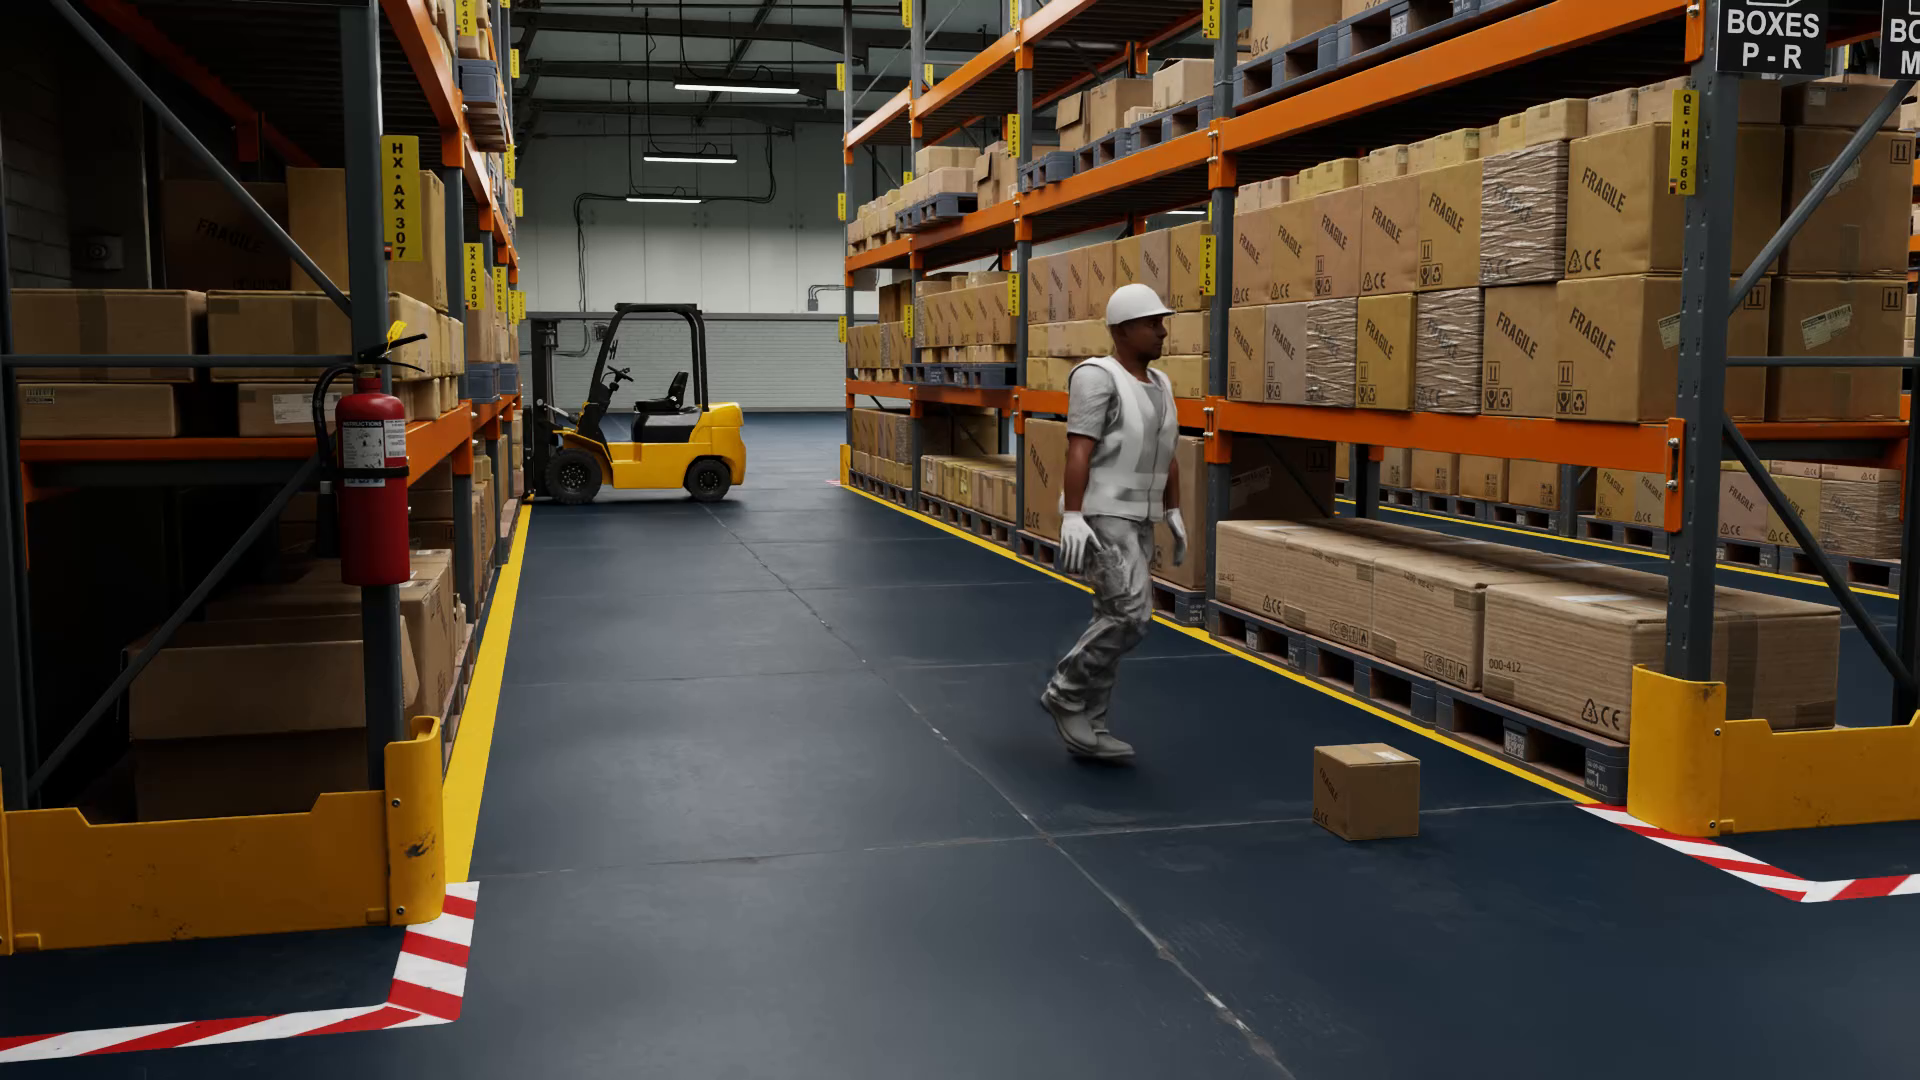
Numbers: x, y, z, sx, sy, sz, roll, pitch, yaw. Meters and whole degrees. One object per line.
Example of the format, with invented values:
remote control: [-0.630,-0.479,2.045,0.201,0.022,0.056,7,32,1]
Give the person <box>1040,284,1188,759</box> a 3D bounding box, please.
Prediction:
person: [0.569,-0.060,6.212,0.469,1.776,0.685,5,8,37]
